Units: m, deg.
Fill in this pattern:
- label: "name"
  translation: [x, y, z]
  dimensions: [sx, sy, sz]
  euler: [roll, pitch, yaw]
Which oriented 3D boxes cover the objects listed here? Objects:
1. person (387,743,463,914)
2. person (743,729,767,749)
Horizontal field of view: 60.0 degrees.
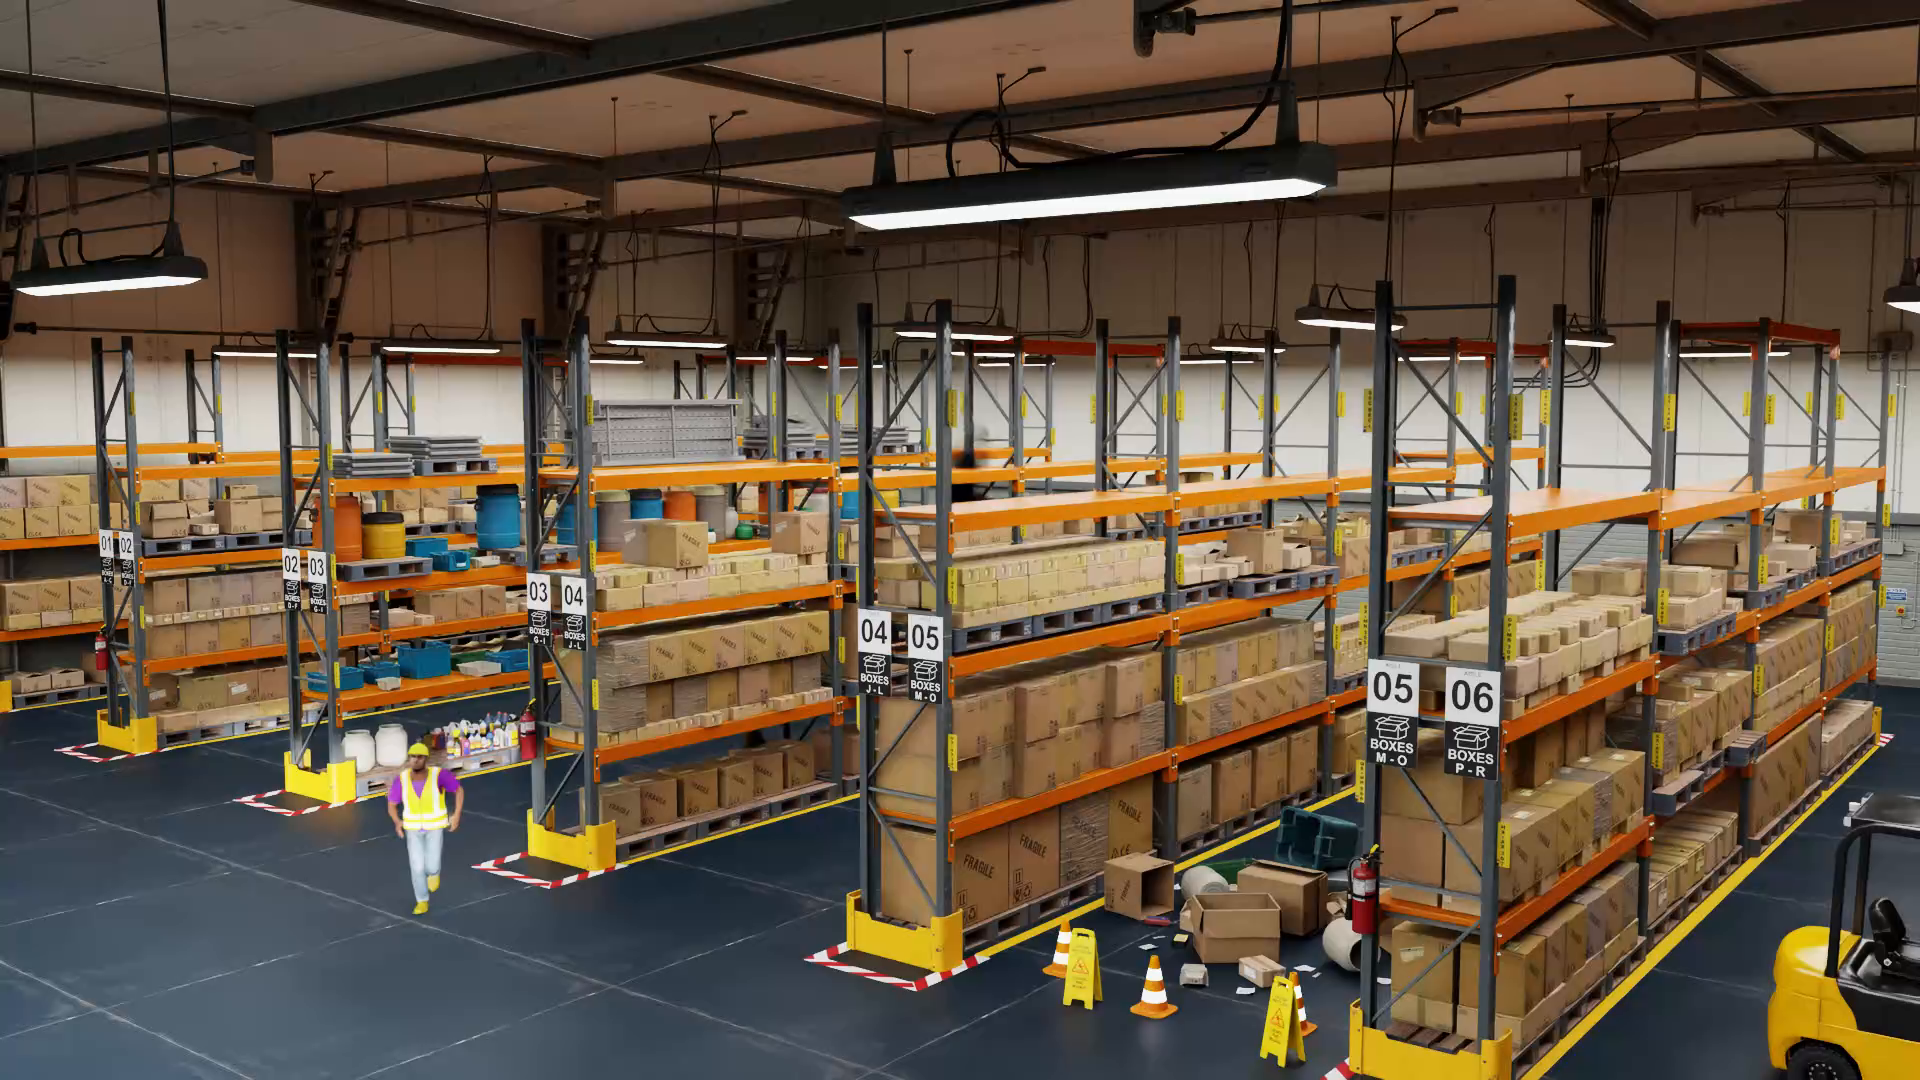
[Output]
- label: "person"
  translation: [-5.344, 2.865, 16.615]
  dimensions: [0.721, 1.717, 0.651]
  euler: [-1, 5, -9]
- label: "person"
  translation: [-2.825, 2.295, 22.619]
  dimensions: [0.678, 1.829, 0.923]
  euler: [3, 6, 34]
